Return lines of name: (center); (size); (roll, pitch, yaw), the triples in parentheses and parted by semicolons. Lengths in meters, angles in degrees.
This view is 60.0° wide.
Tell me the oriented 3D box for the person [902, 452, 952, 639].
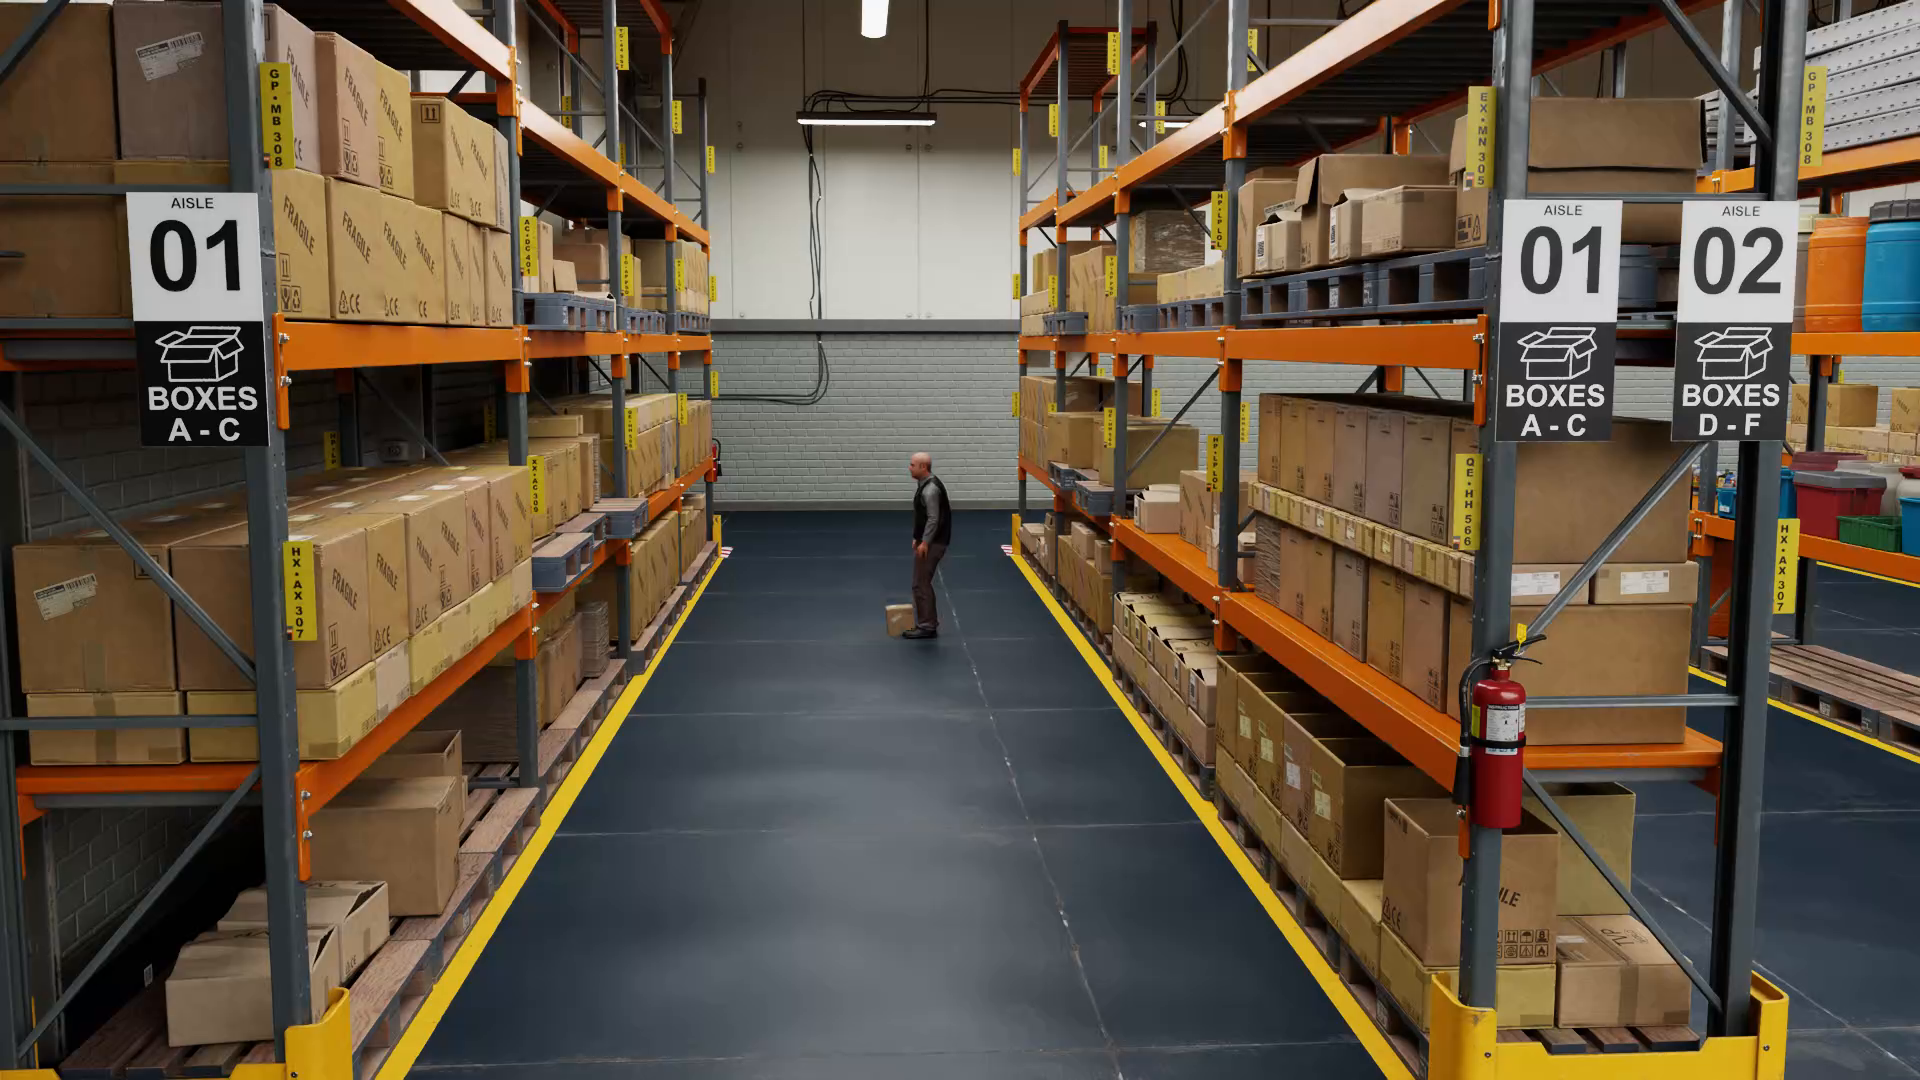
person: (-0.316, 0.042, 15.484); (0.473, 1.722, 0.569); (-1, 7, -6)
